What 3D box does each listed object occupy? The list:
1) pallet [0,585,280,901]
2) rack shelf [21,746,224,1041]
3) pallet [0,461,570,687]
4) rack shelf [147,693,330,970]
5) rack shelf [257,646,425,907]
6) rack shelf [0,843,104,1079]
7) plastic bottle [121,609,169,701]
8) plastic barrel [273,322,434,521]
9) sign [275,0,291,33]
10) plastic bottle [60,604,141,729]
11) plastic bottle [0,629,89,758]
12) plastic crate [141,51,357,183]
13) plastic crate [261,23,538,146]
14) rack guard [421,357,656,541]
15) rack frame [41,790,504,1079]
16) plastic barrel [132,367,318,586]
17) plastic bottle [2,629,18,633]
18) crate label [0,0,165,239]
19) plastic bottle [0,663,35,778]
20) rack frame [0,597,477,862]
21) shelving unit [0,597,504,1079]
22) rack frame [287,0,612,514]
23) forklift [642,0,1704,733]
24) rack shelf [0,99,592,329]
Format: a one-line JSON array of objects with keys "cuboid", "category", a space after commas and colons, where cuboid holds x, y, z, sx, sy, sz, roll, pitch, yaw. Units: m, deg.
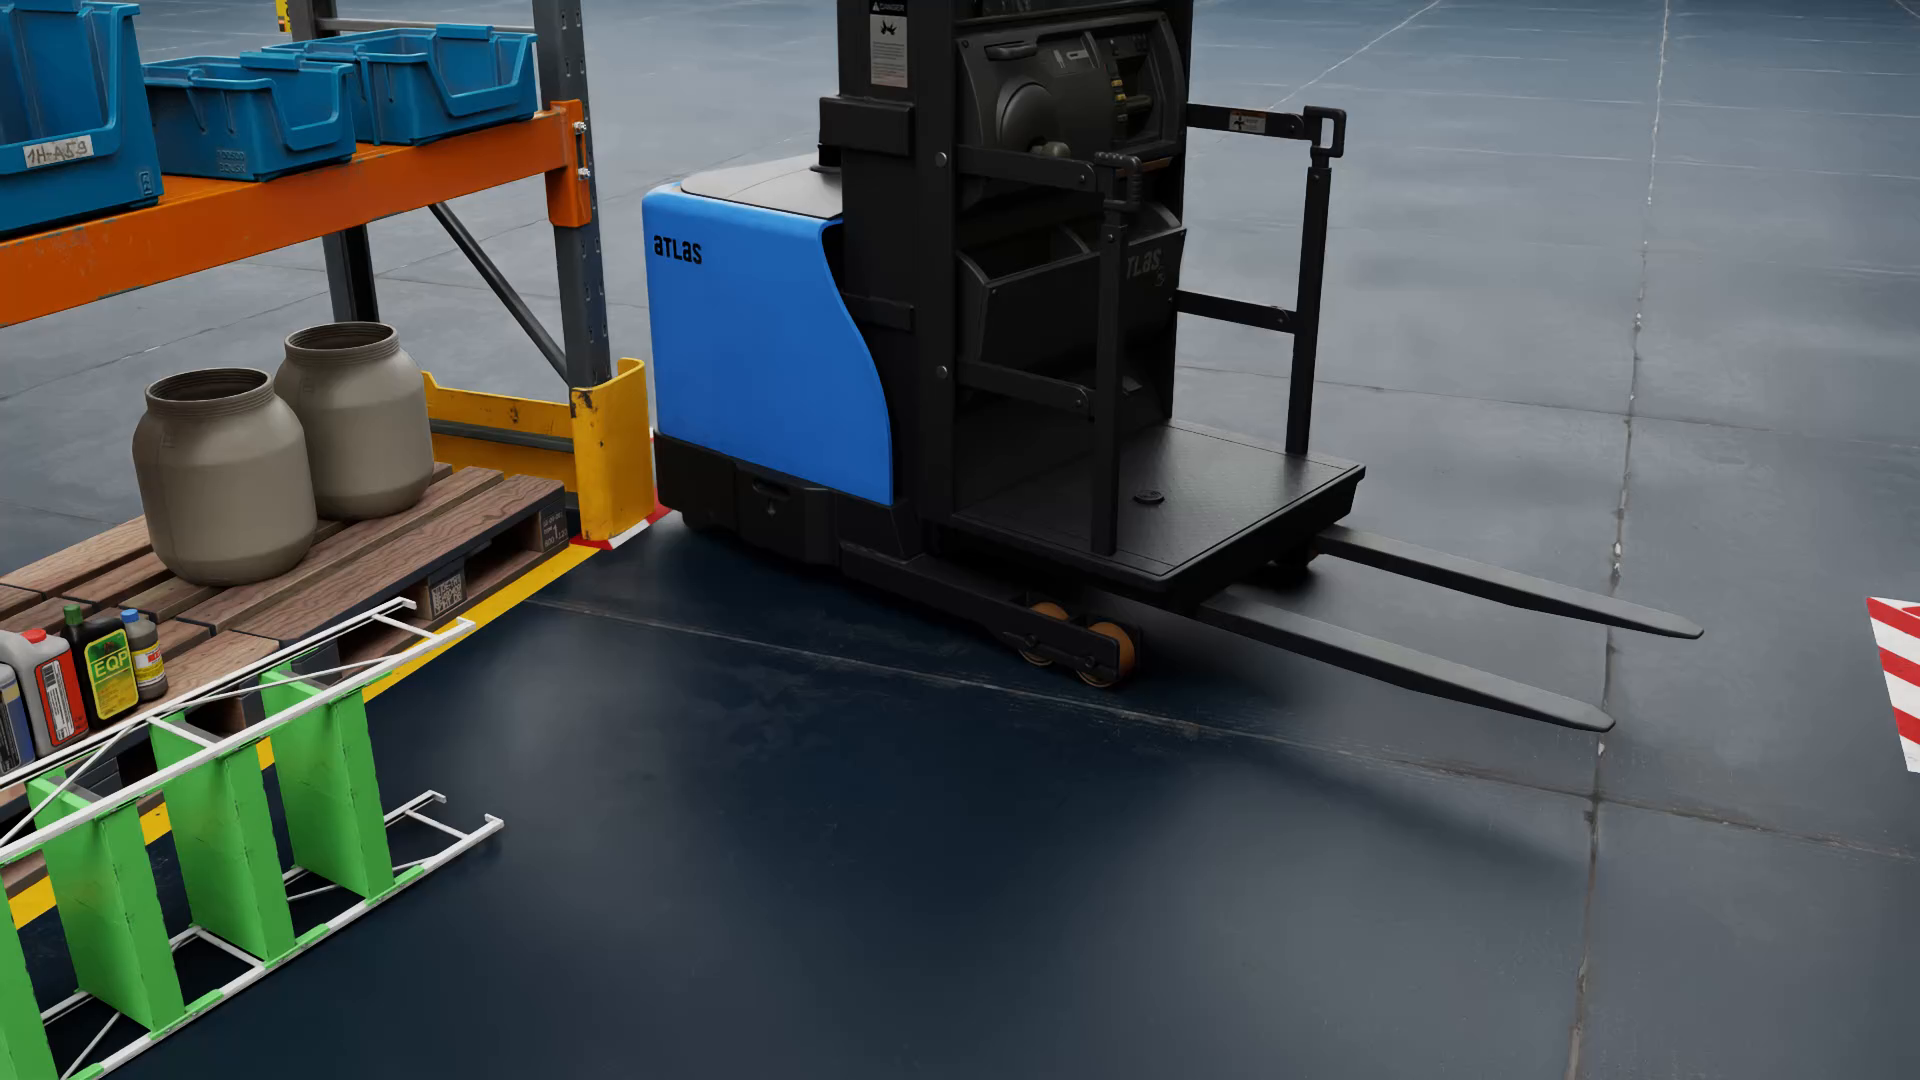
[{"cuboid": [-2.353, 0.494, 3.794, 1.003, 0.211, 1.213, 9, 24, 20], "category": "pallet"}, {"cuboid": [-1.534, 0.641, 3.045, 0.258, 0.480, 0.148, 14, 27, 30], "category": "rack shelf"}, {"cuboid": [-1.898, 0.059, 4.836, 1.003, 0.211, 1.213, 9, 24, 20], "category": "pallet"}, {"cuboid": [-1.403, 0.560, 3.230, 0.258, 0.480, 0.148, 14, 27, 30], "category": "rack shelf"}, {"cuboid": [-1.273, 0.478, 3.414, 0.258, 0.480, 0.148, 14, 27, 30], "category": "rack shelf"}, {"cuboid": [-1.664, 0.722, 2.861, 0.258, 0.480, 0.148, 14, 27, 30], "category": "rack shelf"}, {"cuboid": [-1.882, 0.256, 3.805, 0.097, 0.201, 0.097, 0, 23, 0], "category": "plastic bottle"}, {"cuboid": [-1.780, -0.351, 4.882, 0.421, 0.512, 0.421, 0, 23, 0], "category": "plastic barrel"}, {"cuboid": [-2.116, -1.760, 5.213, 0.100, 0.325, 0.005, 9, 24, 20], "category": "sign"}, {"cuboid": [-1.909, 0.263, 3.683, 0.061, 0.283, 0.133, 9, 24, 21], "category": "plastic bottle"}, {"cuboid": [-2.001, 0.308, 3.584, 0.152, 0.276, 0.135, 9, 24, 20], "category": "plastic bottle"}, {"cuboid": [-1.762, -1.030, 4.017, 0.499, 0.251, 0.408, 9, 24, 20], "category": "plastic crate"}, {"cuboid": [-1.515, -1.261, 4.571, 0.499, 0.251, 0.616, 9, 24, 20], "category": "plastic crate"}, {"cuboid": [-1.591, -0.365, 5.474, 1.175, 0.500, 0.348, 9, 24, 20], "category": "rack guard"}, {"cuboid": [-1.436, 0.805, 3.278, 0.240, 0.015, 1.200, 14, 27, 30], "category": "rack frame"}, {"cuboid": [-1.967, -0.172, 4.453, 0.421, 0.512, 0.421, 0, 23, 0], "category": "plastic barrel"}, {"cuboid": [-2.100, 0.290, 3.618, 0.061, 0.283, 0.133, 9, 24, 20], "category": "plastic bottle"}, {"cuboid": [-2.039, -0.871, 3.397, 0.502, 0.435, 0.616, 9, 24, 20], "category": "crate label"}, {"cuboid": [-2.053, 0.358, 3.465, 0.152, 0.276, 0.135, 8, 24, 19], "category": "plastic bottle"}, {"cuboid": [-1.440, 0.357, 3.084, 0.240, 0.015, 1.200, 14, 27, 30], "category": "rack frame"}, {"cuboid": [-1.438, 0.581, 3.181, 0.258, 0.503, 1.200, 14, 27, 30], "category": "shelving unit"}, {"cuboid": [-1.607, -1.552, 5.074, 1.000, 3.000, 0.127, 9, 24, 20], "category": "rack frame"}, {"cuboid": [0.478, -1.199, 4.317, 3.031, 2.935, 1.130, 18, 29, 36], "category": "forklift"}, {"cuboid": [-2.350, -0.504, 3.499, 1.077, 0.370, 4.000, 9, 24, 20], "category": "rack shelf"}]
